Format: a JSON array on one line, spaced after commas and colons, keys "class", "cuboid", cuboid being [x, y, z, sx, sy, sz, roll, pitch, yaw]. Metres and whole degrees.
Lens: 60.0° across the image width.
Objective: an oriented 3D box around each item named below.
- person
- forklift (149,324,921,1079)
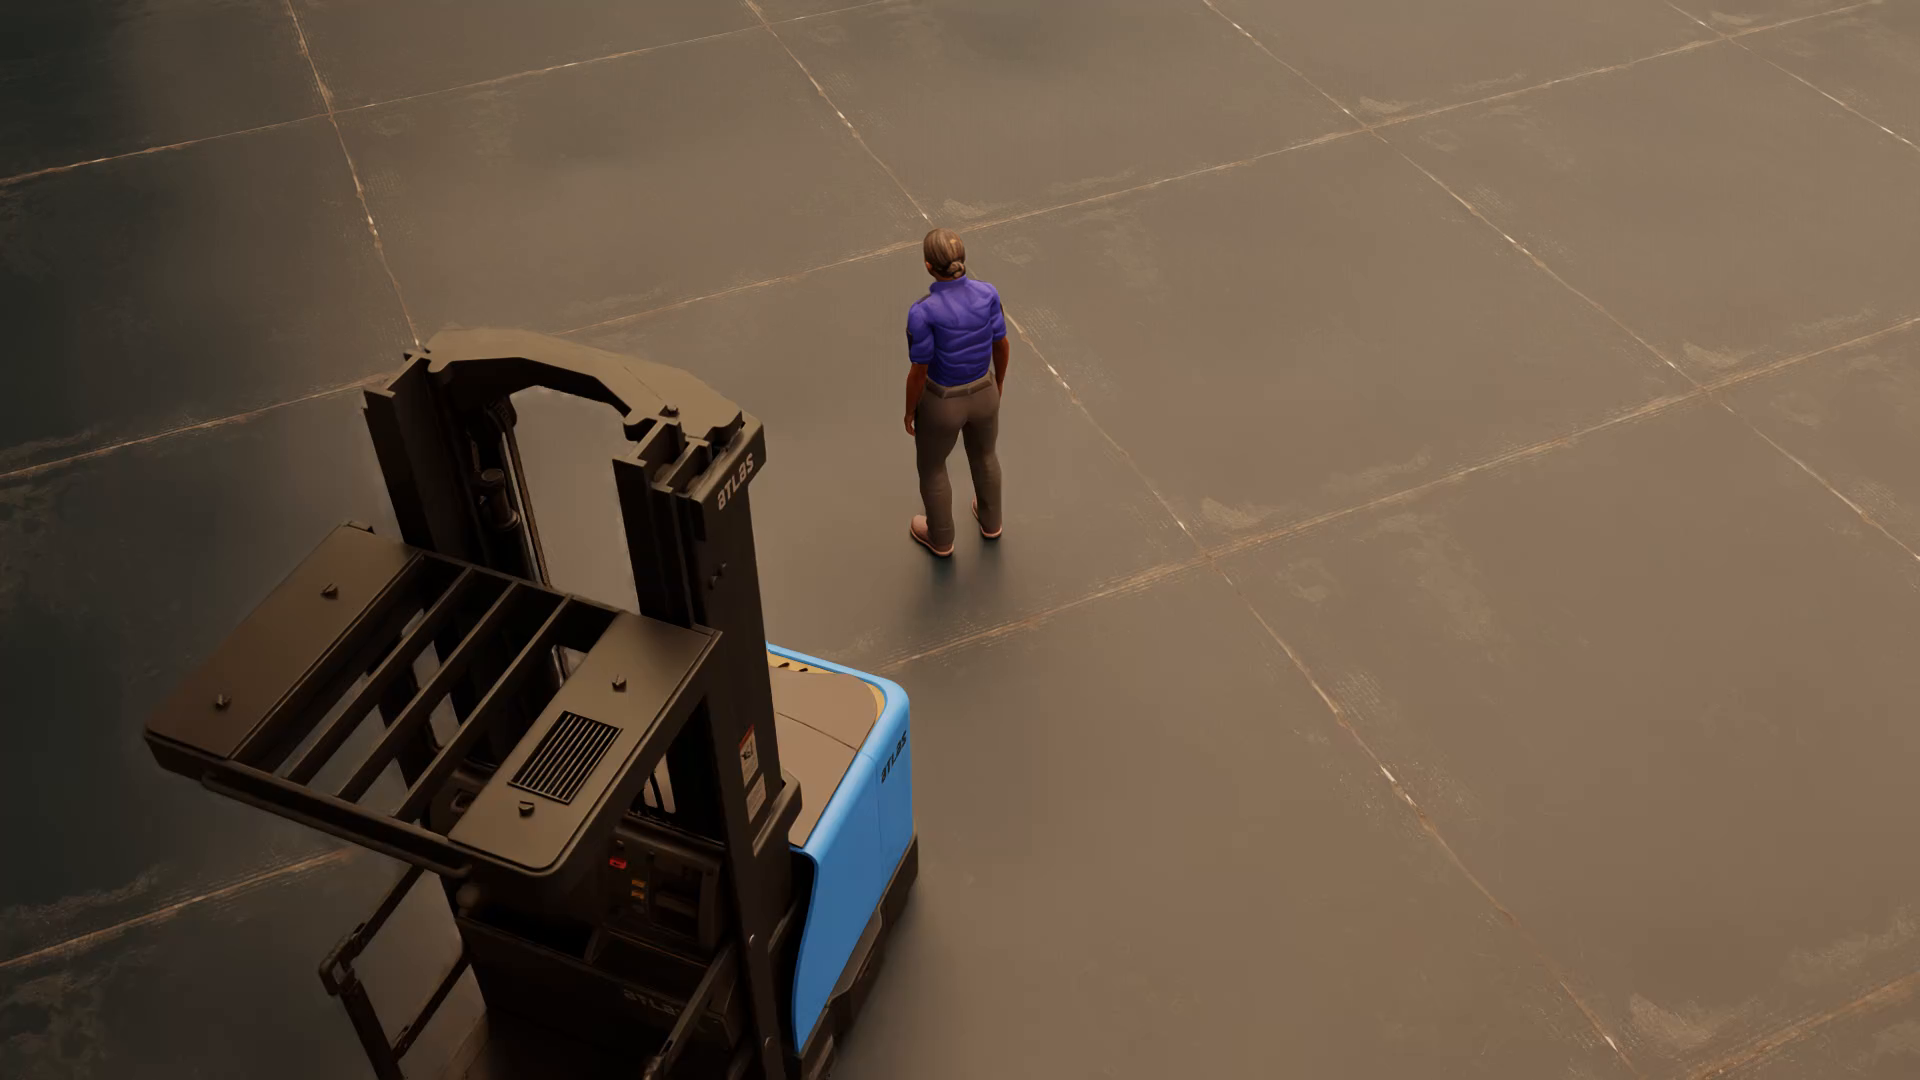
[{"class": "person", "cuboid": [-0.016, -0.628, 7.291, 0.514, 1.654, 0.349, -19, 46, -19]}, {"class": "forklift", "cuboid": [-1.169, 1.009, 4.599, 1.130, 2.935, 3.031, 15, 45, 16]}]
